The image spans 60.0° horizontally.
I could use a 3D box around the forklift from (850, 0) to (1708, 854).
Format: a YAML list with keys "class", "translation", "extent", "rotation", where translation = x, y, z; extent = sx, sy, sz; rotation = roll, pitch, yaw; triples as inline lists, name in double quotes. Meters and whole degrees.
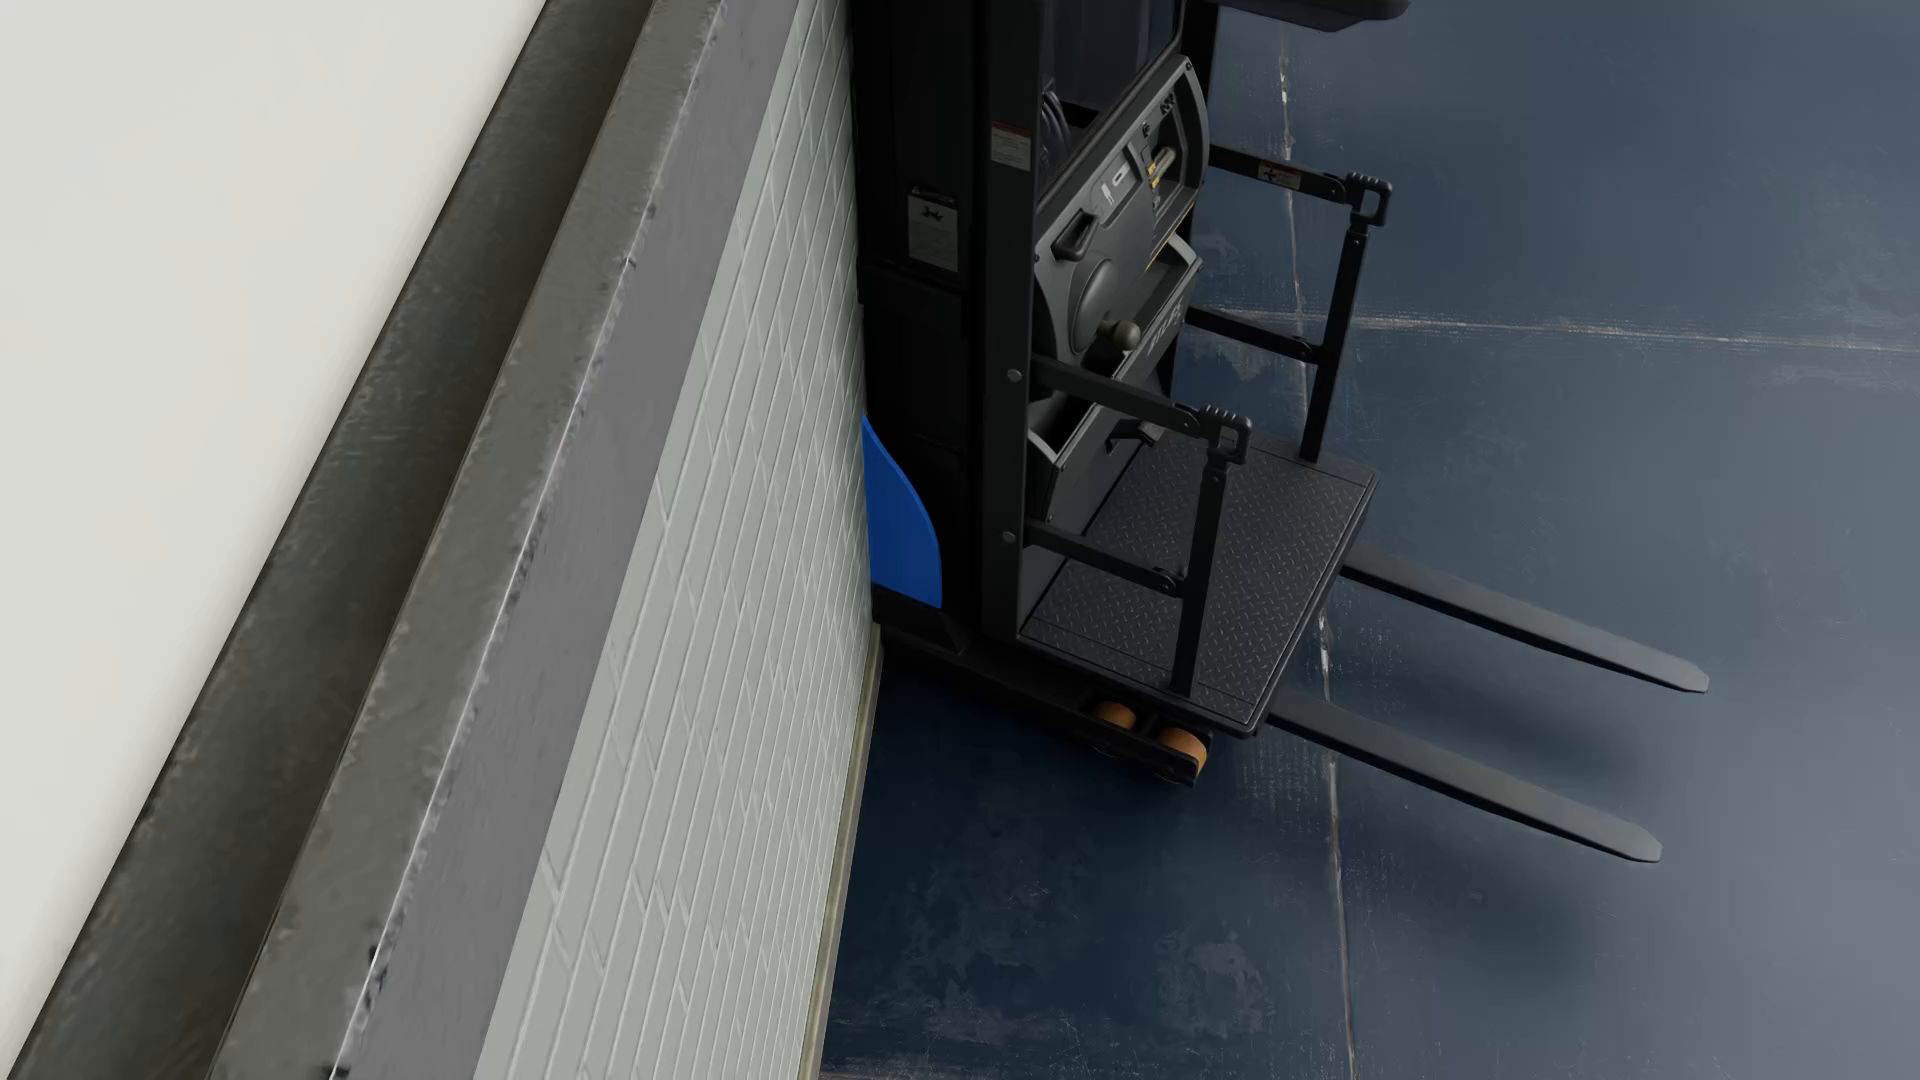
- class: "forklift"
  translation: [0.579, -0.771, 3.969]
  extent: [3.031, 2.935, 1.130]
  rotation: [21, 51, 18]
